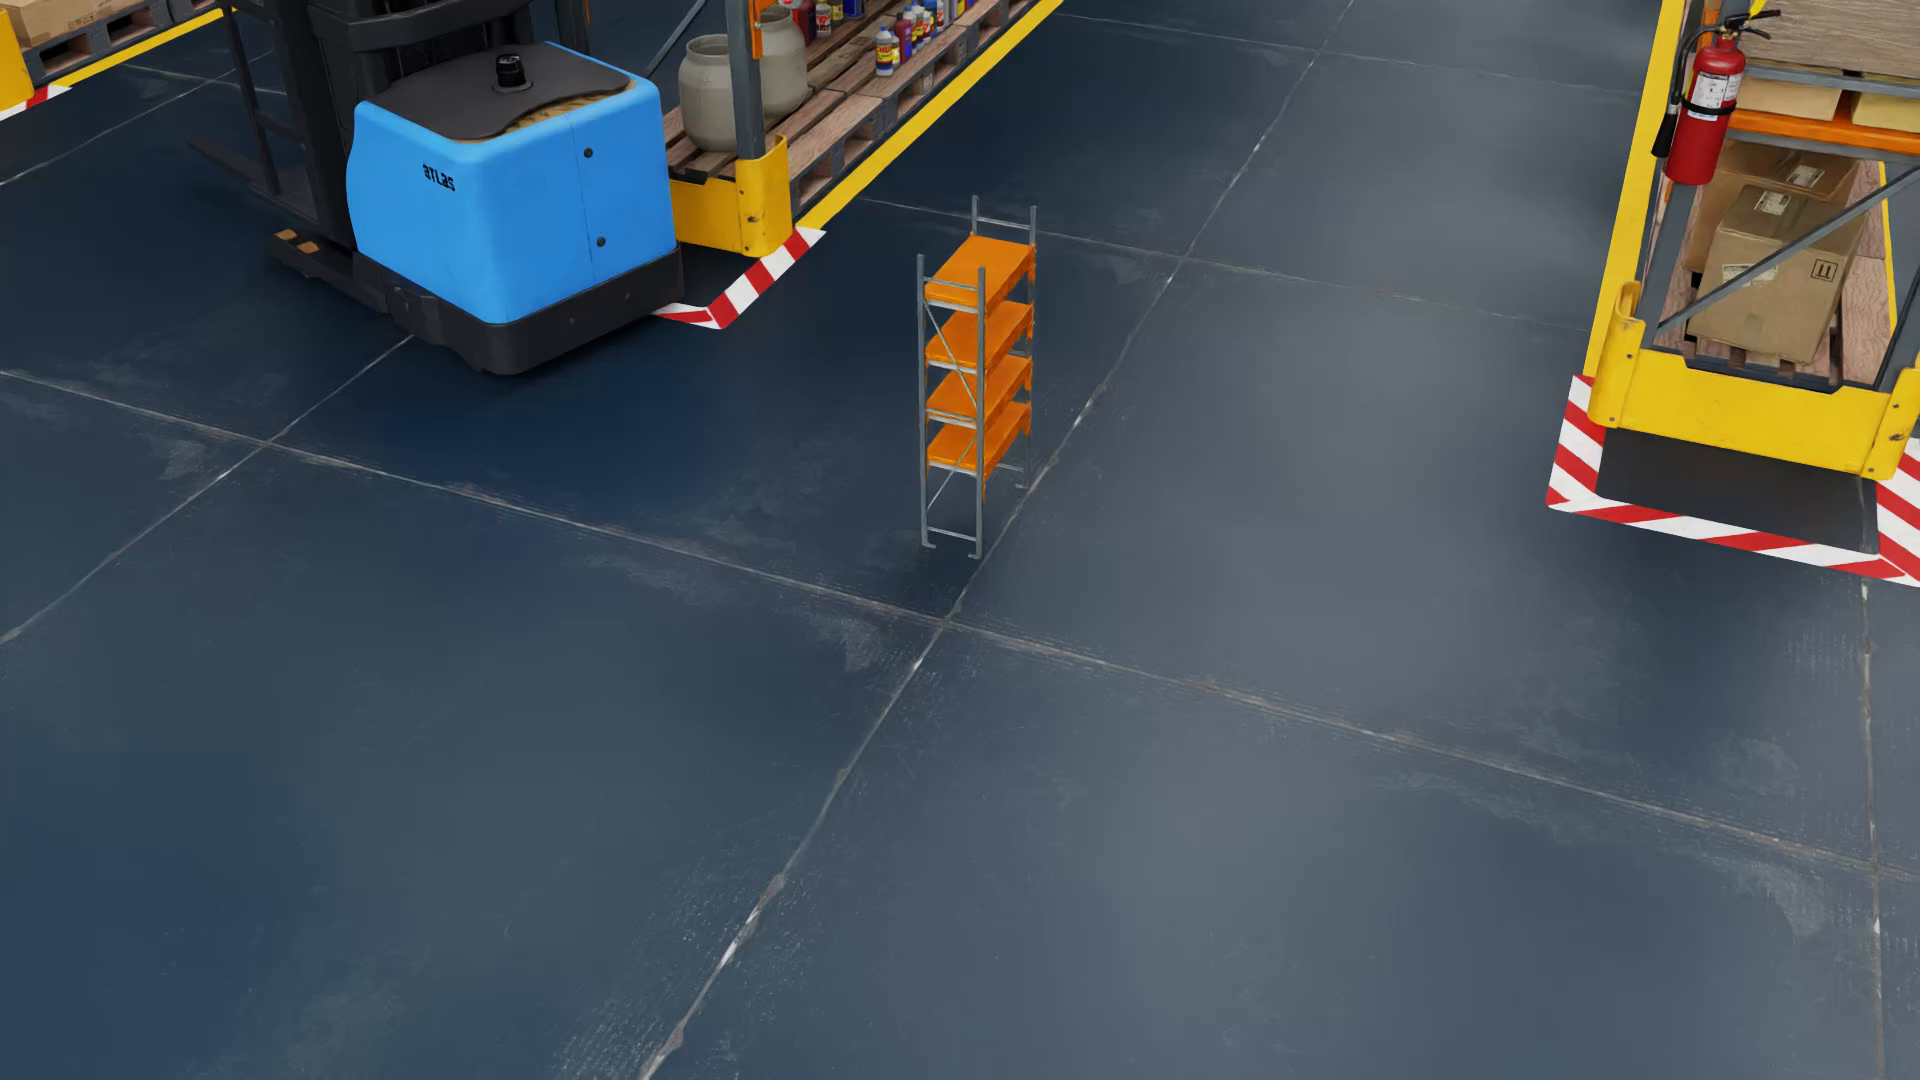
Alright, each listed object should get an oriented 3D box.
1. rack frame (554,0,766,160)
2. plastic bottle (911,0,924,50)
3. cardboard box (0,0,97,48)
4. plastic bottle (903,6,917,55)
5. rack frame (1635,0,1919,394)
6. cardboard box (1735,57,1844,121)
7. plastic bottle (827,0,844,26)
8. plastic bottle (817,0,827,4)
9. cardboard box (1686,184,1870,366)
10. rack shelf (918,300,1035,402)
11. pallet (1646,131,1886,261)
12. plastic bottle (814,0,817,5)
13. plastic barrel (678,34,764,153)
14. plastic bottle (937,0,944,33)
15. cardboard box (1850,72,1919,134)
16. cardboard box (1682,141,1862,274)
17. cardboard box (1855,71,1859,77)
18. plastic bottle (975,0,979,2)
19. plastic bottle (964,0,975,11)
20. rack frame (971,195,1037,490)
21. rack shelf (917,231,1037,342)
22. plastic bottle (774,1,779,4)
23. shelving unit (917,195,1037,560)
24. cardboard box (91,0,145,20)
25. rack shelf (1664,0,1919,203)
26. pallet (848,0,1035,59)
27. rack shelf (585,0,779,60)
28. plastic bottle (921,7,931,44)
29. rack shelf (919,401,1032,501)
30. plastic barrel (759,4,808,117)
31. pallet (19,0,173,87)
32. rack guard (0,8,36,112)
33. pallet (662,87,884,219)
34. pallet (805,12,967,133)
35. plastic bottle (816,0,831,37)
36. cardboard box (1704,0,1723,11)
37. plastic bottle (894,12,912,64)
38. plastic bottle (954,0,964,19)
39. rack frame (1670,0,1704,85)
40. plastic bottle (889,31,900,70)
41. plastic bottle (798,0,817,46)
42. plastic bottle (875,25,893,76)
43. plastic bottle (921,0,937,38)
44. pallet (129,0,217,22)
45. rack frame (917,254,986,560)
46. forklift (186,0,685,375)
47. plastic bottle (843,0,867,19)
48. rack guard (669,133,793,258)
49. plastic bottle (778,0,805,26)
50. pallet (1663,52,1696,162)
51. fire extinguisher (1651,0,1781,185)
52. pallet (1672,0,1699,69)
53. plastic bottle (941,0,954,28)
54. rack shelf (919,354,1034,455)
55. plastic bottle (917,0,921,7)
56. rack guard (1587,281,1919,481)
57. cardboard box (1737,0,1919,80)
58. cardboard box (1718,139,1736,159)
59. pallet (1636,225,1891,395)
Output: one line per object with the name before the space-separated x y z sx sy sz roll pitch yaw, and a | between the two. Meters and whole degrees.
rack frame | -1.406 -2.738 7.408 1.000 3.000 0.127 14 39 18
plastic bottle | -0.260 -3.000 9.669 0.097 0.271 0.097 0 37 0
cardboard box | -5.576 -3.182 9.947 0.500 0.250 0.500 14 39 18
plastic bottle | -0.298 -2.944 9.595 0.097 0.271 0.097 0 37 0
rack frame | 3.174 -1.610 5.899 1.000 3.000 0.127 14 39 18
cardboard box | 3.092 -1.714 6.248 0.380 0.149 0.250 14 39 18
plastic bottle | -0.751 -3.210 10.009 0.097 0.201 0.097 0 37 0
plastic bottle | -0.879 -3.273 9.968 0.144 0.351 0.185 15 39 20
cardboard box | 3.427 -1.119 6.979 0.500 0.500 0.500 21 42 26
rack shelf | 0.063 -0.698 5.920 0.258 0.148 0.480 14 39 18
pallet | 4.011 -1.650 8.281 1.003 0.211 1.213 14 39 18
plastic bottle | -0.939 -3.150 9.867 0.152 0.276 0.135 13 39 16
plastic barrel | -1.226 -2.292 8.538 0.421 0.512 0.421 0 37 0
plastic bottle | -0.144 -3.140 9.916 0.097 0.201 0.097 0 37 0
cardboard box | 3.503 -1.613 6.112 0.380 0.149 0.250 14 39 18
cardboard box | 3.623 -1.458 7.432 0.500 0.500 0.500 25 43 29
cardboard box | 3.616 -1.747 6.292 0.380 0.149 0.250 14 39 18
plastic bottle | 0.064 -3.540 10.325 0.144 0.351 0.185 12 38 15
plastic bottle | 0.041 -3.413 10.212 0.061 0.283 0.133 16 40 21
rack frame | 0.156 -0.707 6.194 0.240 1.200 0.015 14 39 18
rack shelf | 0.063 -0.887 5.778 0.258 0.148 0.480 14 39 18
plastic bottle | -1.085 -3.012 9.676 0.061 0.283 0.133 15 39 19
shelving unit | 0.063 -0.572 6.013 0.258 1.200 0.503 14 39 18
cardboard box | -5.389 -3.460 10.319 0.500 0.250 0.500 14 39 18
rack shelf | 3.935 -2.429 7.595 1.077 0.370 4.000 14 39 18
pallet | -0.178 -3.474 10.721 1.003 0.211 1.213 14 39 18
rack shelf | -0.645 -3.557 9.105 1.077 0.370 4.000 14 39 18
plastic bottle | -0.222 -3.027 9.764 0.097 0.201 0.097 0 37 0
rack shelf | 0.063 -0.359 6.173 0.258 0.148 0.480 14 39 18
plastic barrel | -1.036 -2.569 8.909 0.421 0.512 0.421 0 37 0
pallet | -5.733 -3.185 10.334 1.003 0.211 1.213 14 39 18
rack guard | -5.995 -2.854 9.651 1.175 0.500 0.348 14 39 18
pallet | -1.107 -2.123 8.914 1.003 0.211 1.213 14 39 18
pallet | -0.641 -2.796 9.814 1.003 0.211 1.213 14 39 18
plastic bottle | -0.816 -3.102 9.865 0.097 0.201 0.097 0 37 0
cardboard box | 3.488 -2.372 6.586 0.875 0.500 0.500 14 39 18
plastic bottle | -0.325 -2.881 9.500 0.061 0.283 0.133 14 39 18
plastic bottle | -0.059 -3.361 10.086 0.144 0.351 0.185 14 39 17
rack frame | 4.696 -3.825 8.862 1.000 3.000 0.127 14 39 18
plastic bottle | -0.389 -2.784 9.439 0.097 0.201 0.097 0 37 0
plastic bottle | -0.893 -3.053 9.730 0.061 0.283 0.133 14 39 18
plastic bottle | -0.428 -2.755 9.341 0.097 0.271 0.097 0 37 0
plastic bottle | -0.183 -3.112 9.819 0.097 0.271 0.097 0 37 0
pallet | -5.268 -3.858 11.235 1.003 0.211 1.213 14 39 18
rack frame | -0.030 -0.437 5.833 0.240 1.200 0.015 14 39 18
forklift | -2.695 -2.630 7.321 3.031 2.935 1.130 28 45 32
plastic bottle | -0.662 -3.326 10.102 0.152 0.276 0.135 14 39 18
rack guard | -1.421 -1.790 8.227 1.175 0.500 0.348 14 39 18
plastic bottle | -0.992 -3.074 9.764 0.152 0.276 0.135 14 39 18
pallet | 4.473 -2.328 9.188 1.003 0.211 1.213 14 39 18
fire extinguisher | 2.704 -1.621 5.977 0.296 0.674 0.183 14 39 18
pallet | 4.991 -3.139 10.274 1.003 0.211 1.213 14 39 18
plastic bottle | -0.124 -3.242 9.989 0.152 0.276 0.135 15 39 19
rack shelf | 0.063 -0.518 6.054 0.258 0.148 0.480 14 39 18
plastic bottle | -0.223 -3.269 10.019 0.061 0.283 0.133 14 39 18
rack guard | 3.203 -0.651 6.703 1.175 0.500 0.348 14 39 18
cardboard box | 3.409 -2.068 6.179 0.875 0.500 0.500 14 39 18
cardboard box | 3.879 -1.800 7.890 0.500 0.500 0.500 18 40 22
pallet | 3.545 -0.977 7.381 1.003 0.211 1.213 14 39 18
